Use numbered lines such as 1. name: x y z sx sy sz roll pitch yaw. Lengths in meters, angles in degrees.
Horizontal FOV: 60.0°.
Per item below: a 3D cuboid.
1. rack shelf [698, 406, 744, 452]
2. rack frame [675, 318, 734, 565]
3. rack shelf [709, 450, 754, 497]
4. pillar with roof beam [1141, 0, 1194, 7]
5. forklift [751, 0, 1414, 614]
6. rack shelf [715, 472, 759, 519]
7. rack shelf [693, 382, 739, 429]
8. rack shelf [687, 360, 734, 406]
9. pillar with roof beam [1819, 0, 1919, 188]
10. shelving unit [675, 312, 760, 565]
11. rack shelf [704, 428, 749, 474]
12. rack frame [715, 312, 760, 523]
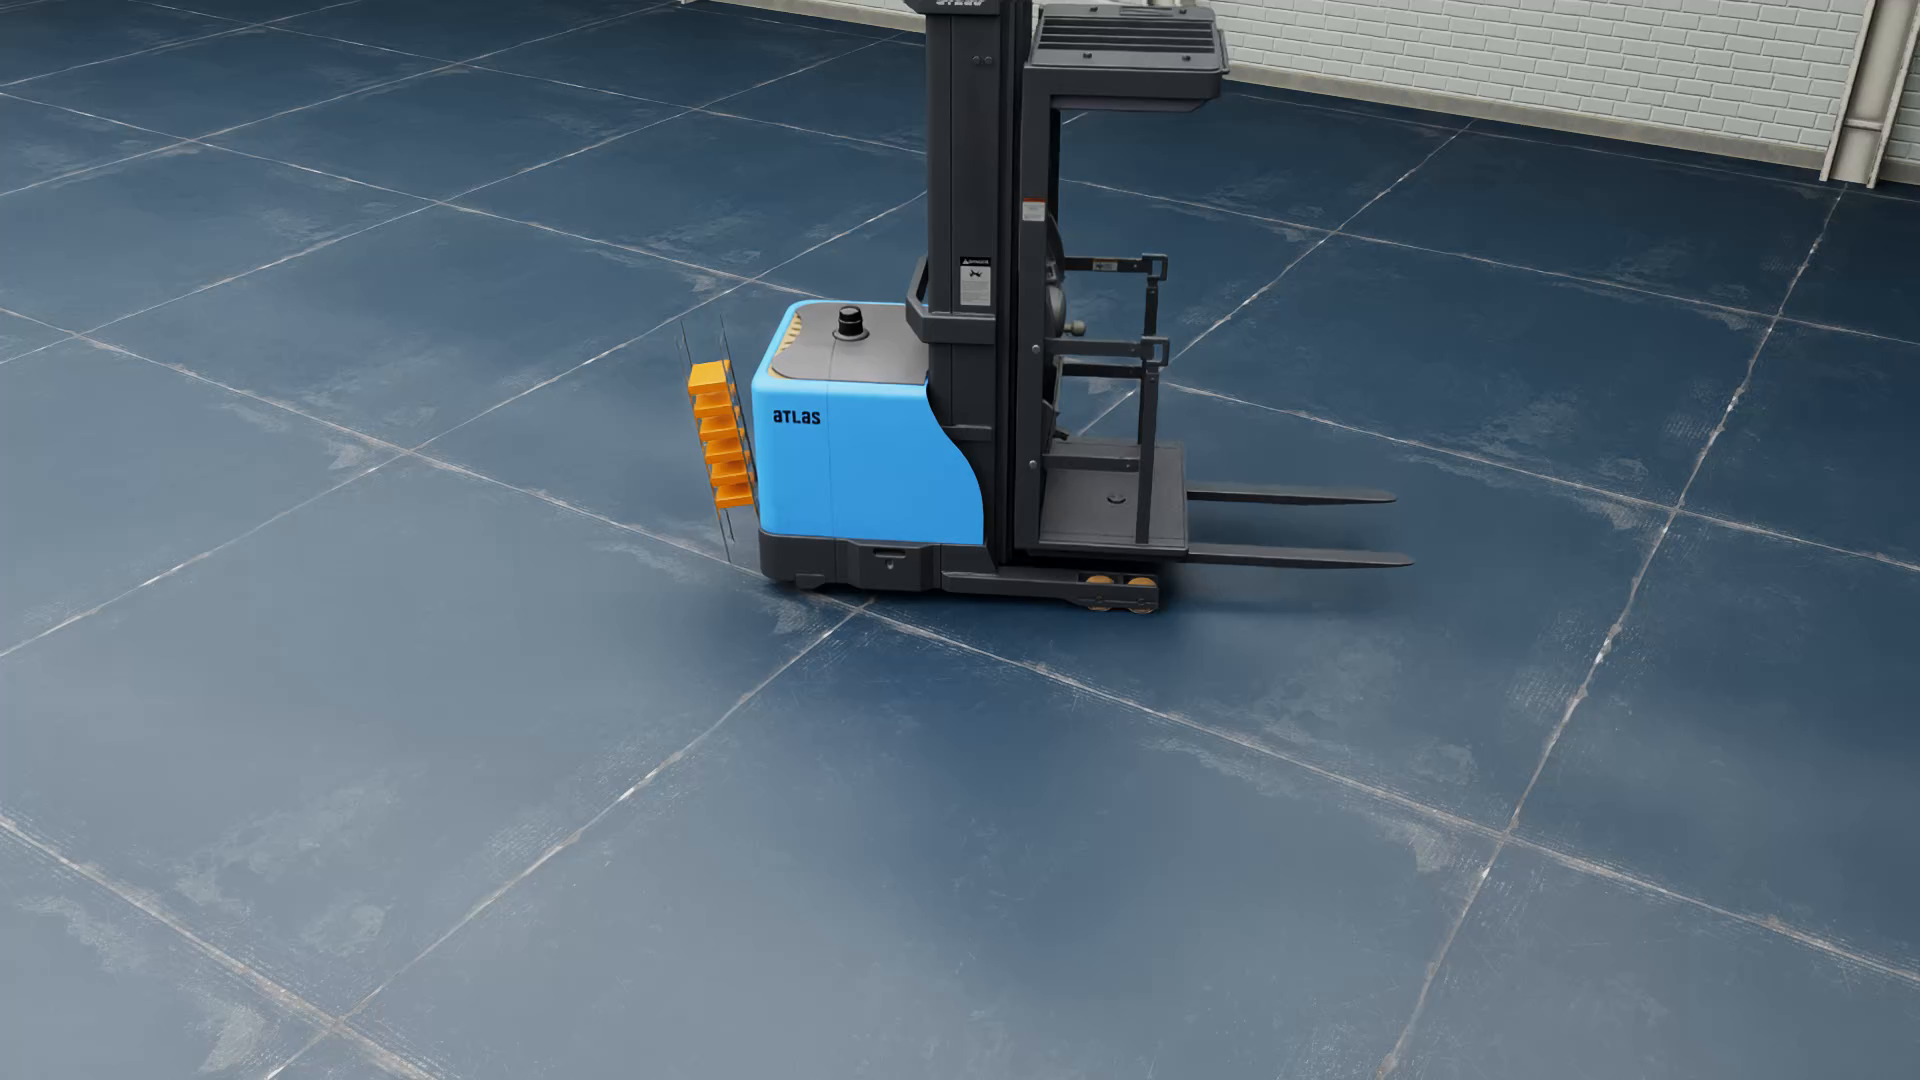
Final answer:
1. rack shelf: -1.116 -0.526 7.797 0.180 0.103 0.258 -8 30 2
2. rack frame: -1.196 -0.449 7.838 0.006 1.200 0.240 -8 30 2
3. rack shelf: -1.084 -0.321 7.918 0.180 0.103 0.258 -8 30 2
4. pillar with roof beam: -0.344 -6.510 10.478 0.400 9.000 9.100 18 35 27
5. forklift: 0.608 -1.207 7.411 3.031 2.935 1.130 3 30 5
6. rack shelf: -1.068 -0.219 7.979 0.180 0.103 0.258 -8 30 2
7. rack shelf: -1.132 -0.629 7.736 0.180 0.103 0.258 -8 30 2
8. rack shelf: -1.148 -0.731 7.676 0.180 0.103 0.258 -8 30 2
9. pillar with roof beam: 4.738 -4.902 7.723 0.400 9.000 9.100 18 35 27
10. shelving unit: -1.106 -0.462 7.835 0.189 1.200 0.258 -8 30 2
11. rack shelf: -1.100 -0.424 7.858 0.180 0.103 0.258 -8 30 2
12. rack frame: -1.015 -0.474 7.832 0.006 1.200 0.240 -8 30 2
